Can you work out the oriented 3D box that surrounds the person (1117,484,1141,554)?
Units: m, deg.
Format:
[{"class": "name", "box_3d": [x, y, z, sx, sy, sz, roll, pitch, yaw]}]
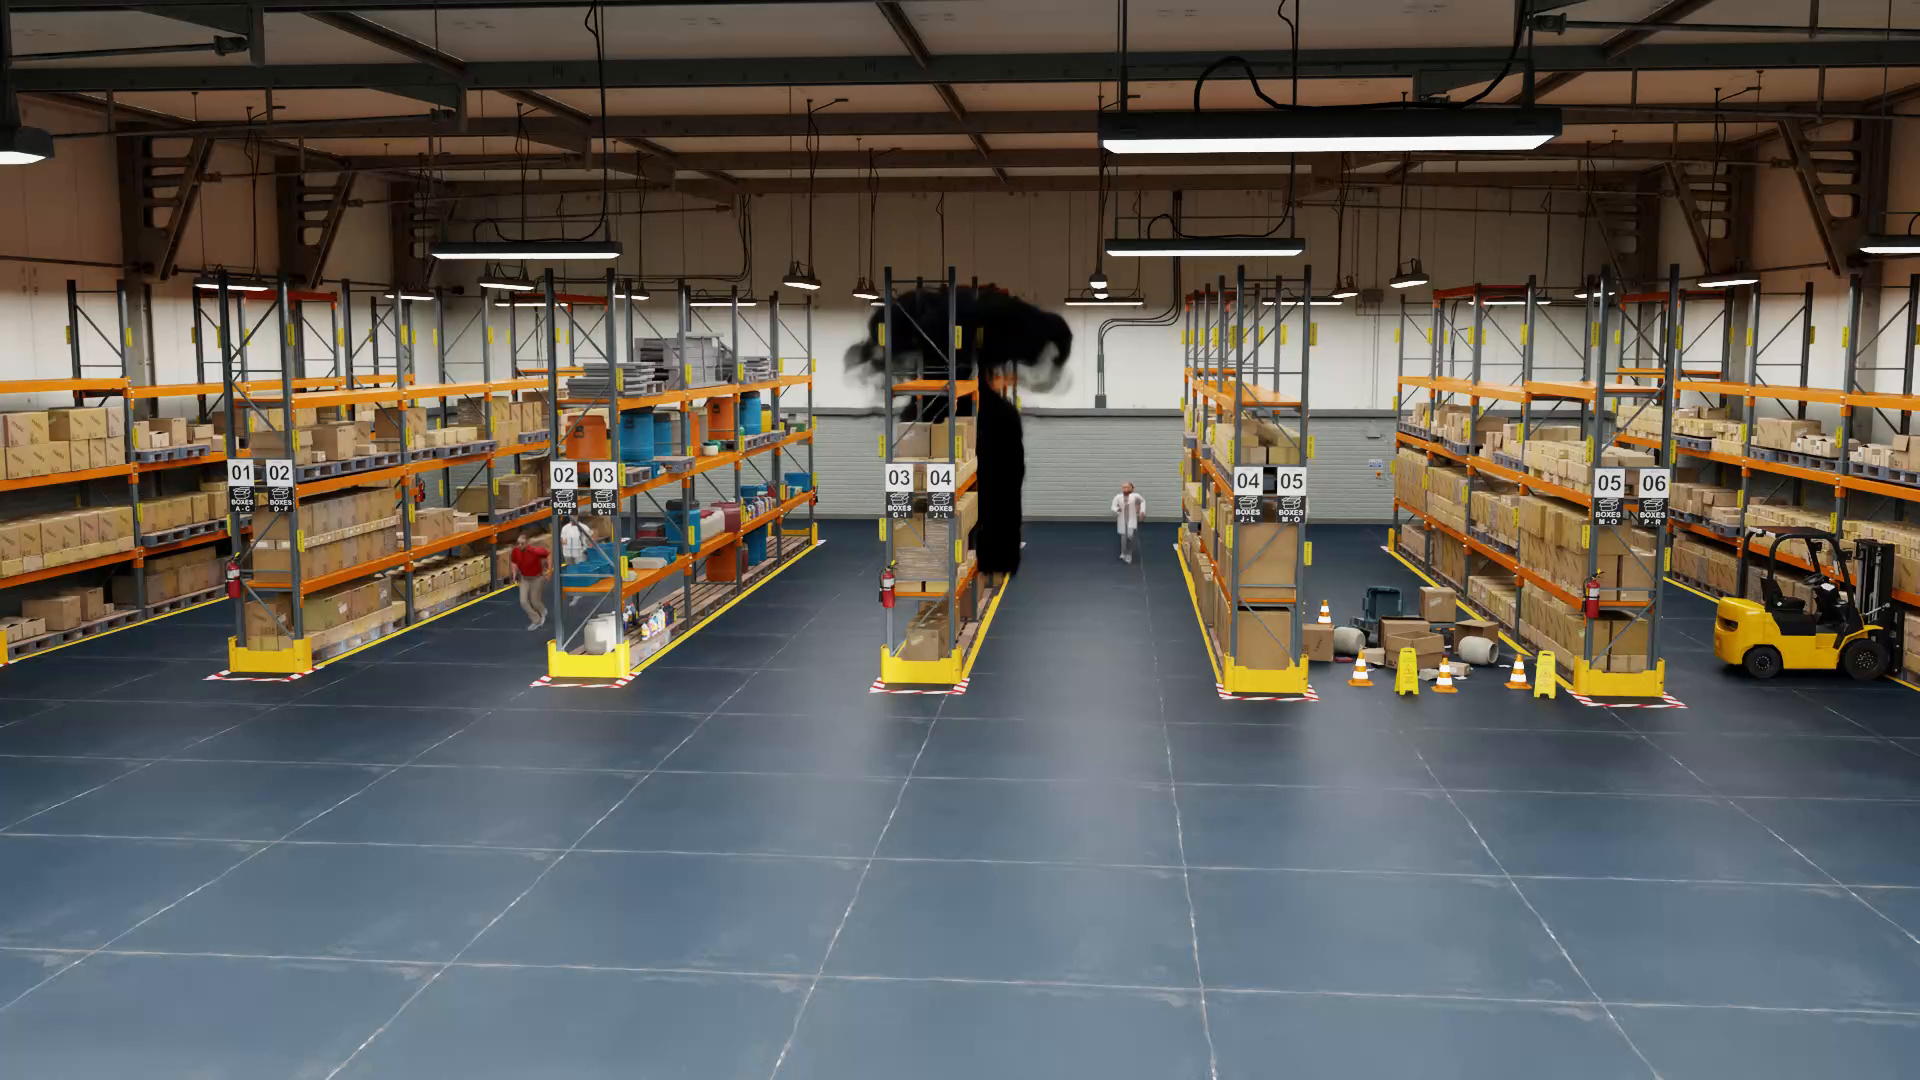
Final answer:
[{"class": "person", "box_3d": [3.932, -0.449, 38.728, 0.617, 1.568, 0.797, 2, 7, 15]}]

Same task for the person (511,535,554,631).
[{"class": "person", "box_3d": [-6.938, 0.681, 27.026, 0.676, 1.602, 0.788, 1, 7, 12]}]

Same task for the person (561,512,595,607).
[{"class": "person", "box_3d": [-6.803, 0.323, 29.401, 0.607, 1.709, 0.880, 1, 7, 8]}]

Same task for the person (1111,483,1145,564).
[{"class": "person", "box_3d": [3.752, -0.384, 37.136, 0.731, 1.801, 0.960, 2, 7, 15]}]
